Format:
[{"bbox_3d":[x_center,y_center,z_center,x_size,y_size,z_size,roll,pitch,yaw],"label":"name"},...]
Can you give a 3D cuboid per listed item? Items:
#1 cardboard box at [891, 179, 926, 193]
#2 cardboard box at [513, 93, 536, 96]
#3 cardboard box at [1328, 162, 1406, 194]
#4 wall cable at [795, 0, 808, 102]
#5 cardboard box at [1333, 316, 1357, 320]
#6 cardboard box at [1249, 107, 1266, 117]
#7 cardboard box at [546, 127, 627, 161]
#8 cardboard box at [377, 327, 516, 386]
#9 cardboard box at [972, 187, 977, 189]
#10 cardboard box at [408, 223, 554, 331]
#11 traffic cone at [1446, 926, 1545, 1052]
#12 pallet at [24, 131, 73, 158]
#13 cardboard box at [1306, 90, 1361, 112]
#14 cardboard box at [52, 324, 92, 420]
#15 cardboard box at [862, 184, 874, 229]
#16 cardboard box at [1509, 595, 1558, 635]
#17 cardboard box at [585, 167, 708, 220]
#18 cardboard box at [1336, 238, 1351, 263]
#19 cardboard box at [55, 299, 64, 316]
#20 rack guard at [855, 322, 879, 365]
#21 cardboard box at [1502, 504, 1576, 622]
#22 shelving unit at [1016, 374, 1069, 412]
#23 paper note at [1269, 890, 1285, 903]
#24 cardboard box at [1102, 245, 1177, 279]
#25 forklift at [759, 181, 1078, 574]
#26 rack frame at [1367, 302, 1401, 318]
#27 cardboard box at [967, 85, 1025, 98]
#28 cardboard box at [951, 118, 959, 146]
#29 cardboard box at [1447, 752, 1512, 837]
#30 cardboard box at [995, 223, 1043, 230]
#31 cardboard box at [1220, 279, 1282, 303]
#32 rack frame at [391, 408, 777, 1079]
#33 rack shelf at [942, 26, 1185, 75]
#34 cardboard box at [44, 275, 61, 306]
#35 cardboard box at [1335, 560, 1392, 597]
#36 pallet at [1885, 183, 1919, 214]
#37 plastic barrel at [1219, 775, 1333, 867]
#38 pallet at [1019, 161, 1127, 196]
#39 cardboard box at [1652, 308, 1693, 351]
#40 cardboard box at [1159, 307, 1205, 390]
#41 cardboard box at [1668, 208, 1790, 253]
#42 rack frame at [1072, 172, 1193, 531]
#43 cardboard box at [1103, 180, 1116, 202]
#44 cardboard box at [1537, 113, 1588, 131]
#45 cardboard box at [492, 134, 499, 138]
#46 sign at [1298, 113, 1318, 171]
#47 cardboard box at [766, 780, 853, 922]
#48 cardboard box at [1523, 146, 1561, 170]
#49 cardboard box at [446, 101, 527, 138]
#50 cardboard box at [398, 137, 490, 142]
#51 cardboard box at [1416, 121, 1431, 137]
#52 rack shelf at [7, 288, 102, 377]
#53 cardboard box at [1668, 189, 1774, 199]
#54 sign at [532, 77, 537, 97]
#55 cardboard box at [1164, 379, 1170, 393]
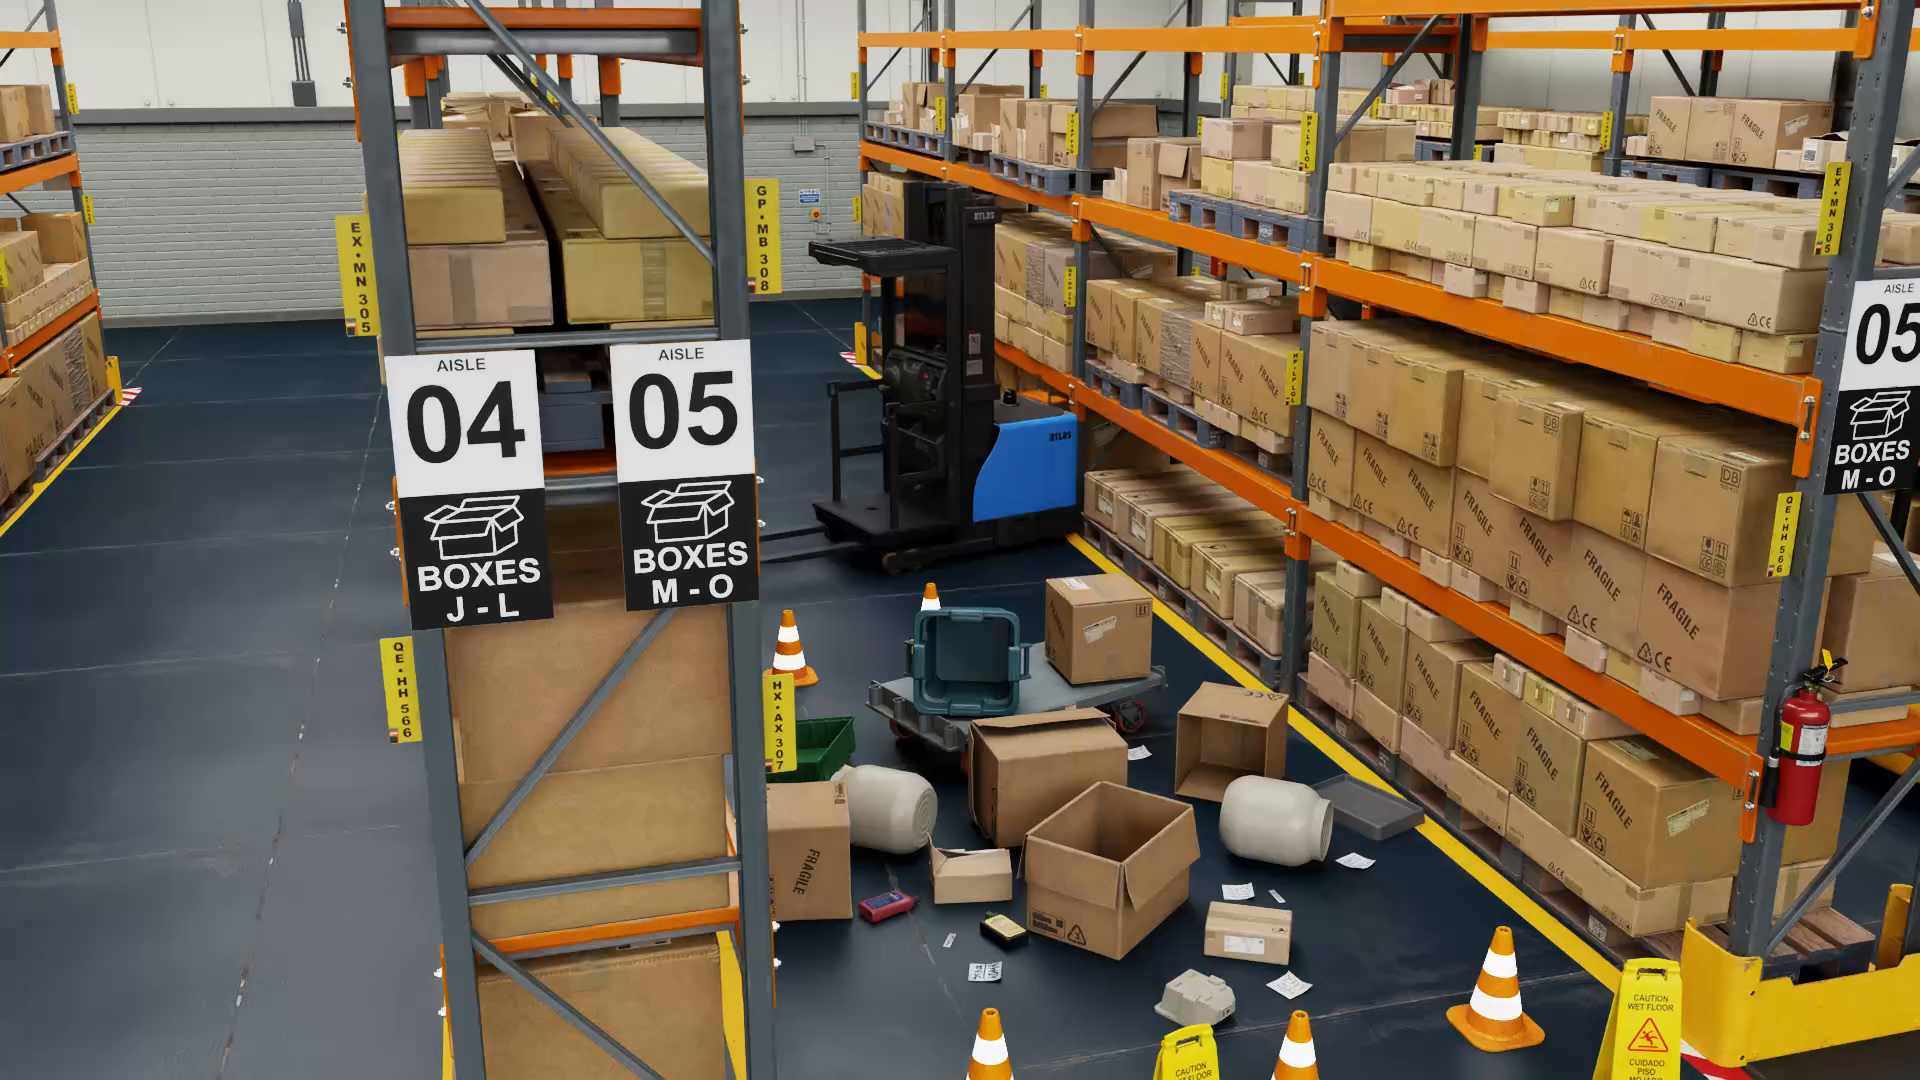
[{"bbox_3d":[-0.591,-4.135,19.464,0.380,0.149,0.250,-5,17,-15],"label":"cardboard box"},{"bbox_3d":[-4.901,-4.873,18.446,0.380,0.149,0.250,-4,17,-14],"label":"cardboard box"},{"bbox_3d":[2.305,-2.043,9.377,0.380,0.149,0.250,-5,17,-16],"label":"cardboard box"},{"bbox_3d":[-2.599,-8.202,25.614,0.463,3.000,0.029,-5,17,-15],"label":"wall cable"},{"bbox_3d":[4.566,-2.472,20.581,0.700,0.500,0.500,-5,18,-17],"label":"cardboard box"},{"bbox_3d":[4.025,-5.395,21.227,0.500,0.250,0.500,-4,17,-14],"label":"cardboard box"},{"bbox_3d":[-1.792,-1.910,8.029,0.380,0.149,0.250,-5,17,-16],"label":"cardboard box"},{"bbox_3d":[-1.517,-0.563,4.931,0.380,0.149,0.250,-5,17,-15],"label":"cardboard box"},{"bbox_3d":[0.291,-3.827,18.439,0.380,0.149,0.250,-5,17,-16],"label":"cardboard box"},{"bbox_3d":[-1.503,-0.802,5.034,0.500,0.250,0.500,-4,17,-15],"label":"cardboard box"},{"bbox_3d":[2.273,1.846,7.001,0.336,0.463,0.334,-5,17,-15],"label":"traffic cone"},{"bbox_3d":[-10.080,-4.184,17.606,1.003,0.211,1.213,-5,17,-15],"label":"pallet"},{"bbox_3d":[4.456,-5.212,19.751,0.500,0.250,0.500,-4,17,-14],"label":"cardboard box"},{"bbox_3d":[-9.791,-1.755,17.544,0.875,0.875,0.875,-5,17,-15],"label":"cardboard box"},{"bbox_3d":[-0.907,-4.149,20.638,0.500,0.500,0.500,-5,17,-16],"label":"cardboard box"},{"bbox_3d":[2.905,0.334,8.063,0.380,0.149,0.250,-5,17,-16],"label":"cardboard box"},{"bbox_3d":[-1.024,-1.137,5.457,0.380,0.149,0.250,-5,17,-16],"label":"cardboard box"},{"bbox_3d":[2.381,-1.668,9.513,0.380,0.149,0.250,-5,17,-16],"label":"cardboard box"},{"bbox_3d":[-9.459,-2.378,17.092,0.380,0.149,0.250,-4,17,-14],"label":"cardboard box"},{"bbox_3d":[-0.772,-2.587,21.695,1.175,0.500,0.348,-5,17,-15],"label":"rack guard"},{"bbox_3d":[2.951,0.052,7.874,0.500,0.500,0.500,-5,17,-16],"label":"cardboard box"},{"bbox_3d":[0.710,-0.807,14.527,0.258,1.200,0.503,-8,19,-30],"label":"shelving unit"},{"bbox_3d":[1.549,1.743,8.133,0.032,0.001,0.123,-5,17,-15],"label":"paper note"},{"bbox_3d":[1.533,-2.247,14.307,0.500,0.500,0.500,-5,18,-17],"label":"cardboard box"},{"bbox_3d":[-0.542,-1.310,13.220,3.031,2.935,1.130,-10,19,-30],"label":"forklift"},{"bbox_3d":[5.106,-3.064,18.940,1.000,3.000,0.127,-5,17,-15],"label":"rack frame"},{"bbox_3d":[0.374,-4.584,17.706,0.500,0.500,0.500,-4,17,-14],"label":"cardboard box"},{"bbox_3d":[0.135,-4.078,16.605,0.396,0.266,0.258,-5,17,-16],"label":"cardboard box"},{"bbox_3d":[2.867,1.273,8.548,0.500,0.250,0.500,-5,18,-17],"label":"cardboard box"},{"bbox_3d":[0.481,-2.776,16.067,0.500,0.500,0.500,-5,17,-17],"label":"cardboard box"},{"bbox_3d":[2.154,-1.836,12.303,0.380,0.149,0.250,-6,18,-18],"label":"cardboard box"},{"bbox_3d":[-1.100,1.068,5.184,1.000,3.000,0.127,-5,17,-15],"label":"rack frame"},{"bbox_3d":[0.884,-4.455,15.086,1.077,0.370,4.000,-5,17,-15],"label":"rack shelf"},{"bbox_3d":[-9.479,-2.527,16.893,0.500,0.250,0.500,-5,17,-15],"label":"cardboard box"},{"bbox_3d":[2.412,0.212,9.652,0.380,0.149,0.250,-4,17,-14],"label":"cardboard box"},{"bbox_3d":[7.049,-2.440,11.978,0.805,0.209,1.217,-5,18,-17],"label":"pallet"},{"bbox_3d":[1.609,1.431,8.454,0.512,0.421,0.421,7,18,23],"label":"plastic barrel"},{"bbox_3d":[1.205,-3.085,14.121,1.213,0.211,1.003,-4,17,-13],"label":"pallet"},{"bbox_3d":[3.125,-0.887,6.914,0.380,0.149,0.250,-4,17,-14],"label":"cardboard box"},{"bbox_3d":[1.767,-1.384,11.926,0.500,0.500,0.500,-5,18,-17],"label":"cardboard box"},{"bbox_3d":[3.133,-1.264,6.781,0.380,0.149,0.250,-5,17,-16],"label":"cardboard box"},{"bbox_3d":[1.433,-1.565,13.947,1.000,3.000,0.127,-5,17,-15],"label":"rack frame"},{"bbox_3d":[1.357,-2.780,13.216,0.380,0.149,0.250,-5,17,-15],"label":"cardboard box"},{"bbox_3d":[5.704,-3.952,15.732,0.380,0.149,0.250,-5,17,-16],"label":"cardboard box"},{"bbox_3d":[-3.849,-2.905,13.021,0.500,0.500,0.500,-5,17,-15],"label":"cardboard box"},{"bbox_3d":[2.000,-2.286,9.551,0.100,0.325,0.005,-5,17,-15],"label":"sign"},{"bbox_3d":[-0.786,1.505,8.067,0.500,0.500,0.500,-2,17,-6],"label":"cardboard box"},{"bbox_3d":[5.692,-3.585,15.718,0.500,0.250,0.500,-5,17,-15],"label":"cardboard box"},{"bbox_3d":[-4.099,-3.501,14.270,0.797,0.503,0.637,-5,17,-16],"label":"cardboard box"},{"bbox_3d":[-2.215,-1.648,7.156,0.380,0.149,0.250,-5,17,-16],"label":"cardboard box"},{"bbox_3d":[4.994,-4.302,17.380,0.380,0.149,0.250,-4,17,-14],"label":"cardboard box"},{"bbox_3d":[-9.744,-2.096,16.967,1.077,0.370,4.000,-5,17,-15],"label":"rack shelf"},{"bbox_3d":[3.486,-1.522,7.641,0.380,0.149,0.250,-4,17,-14],"label":"cardboard box"},{"bbox_3d":[-4.958,-5.257,19.486,0.100,0.325,0.005,-5,17,-15],"label":"sign"},{"bbox_3d":[1.732,-1.167,12.331,0.380,0.149,0.250,-4,17,-13],"label":"cardboard box"}]
